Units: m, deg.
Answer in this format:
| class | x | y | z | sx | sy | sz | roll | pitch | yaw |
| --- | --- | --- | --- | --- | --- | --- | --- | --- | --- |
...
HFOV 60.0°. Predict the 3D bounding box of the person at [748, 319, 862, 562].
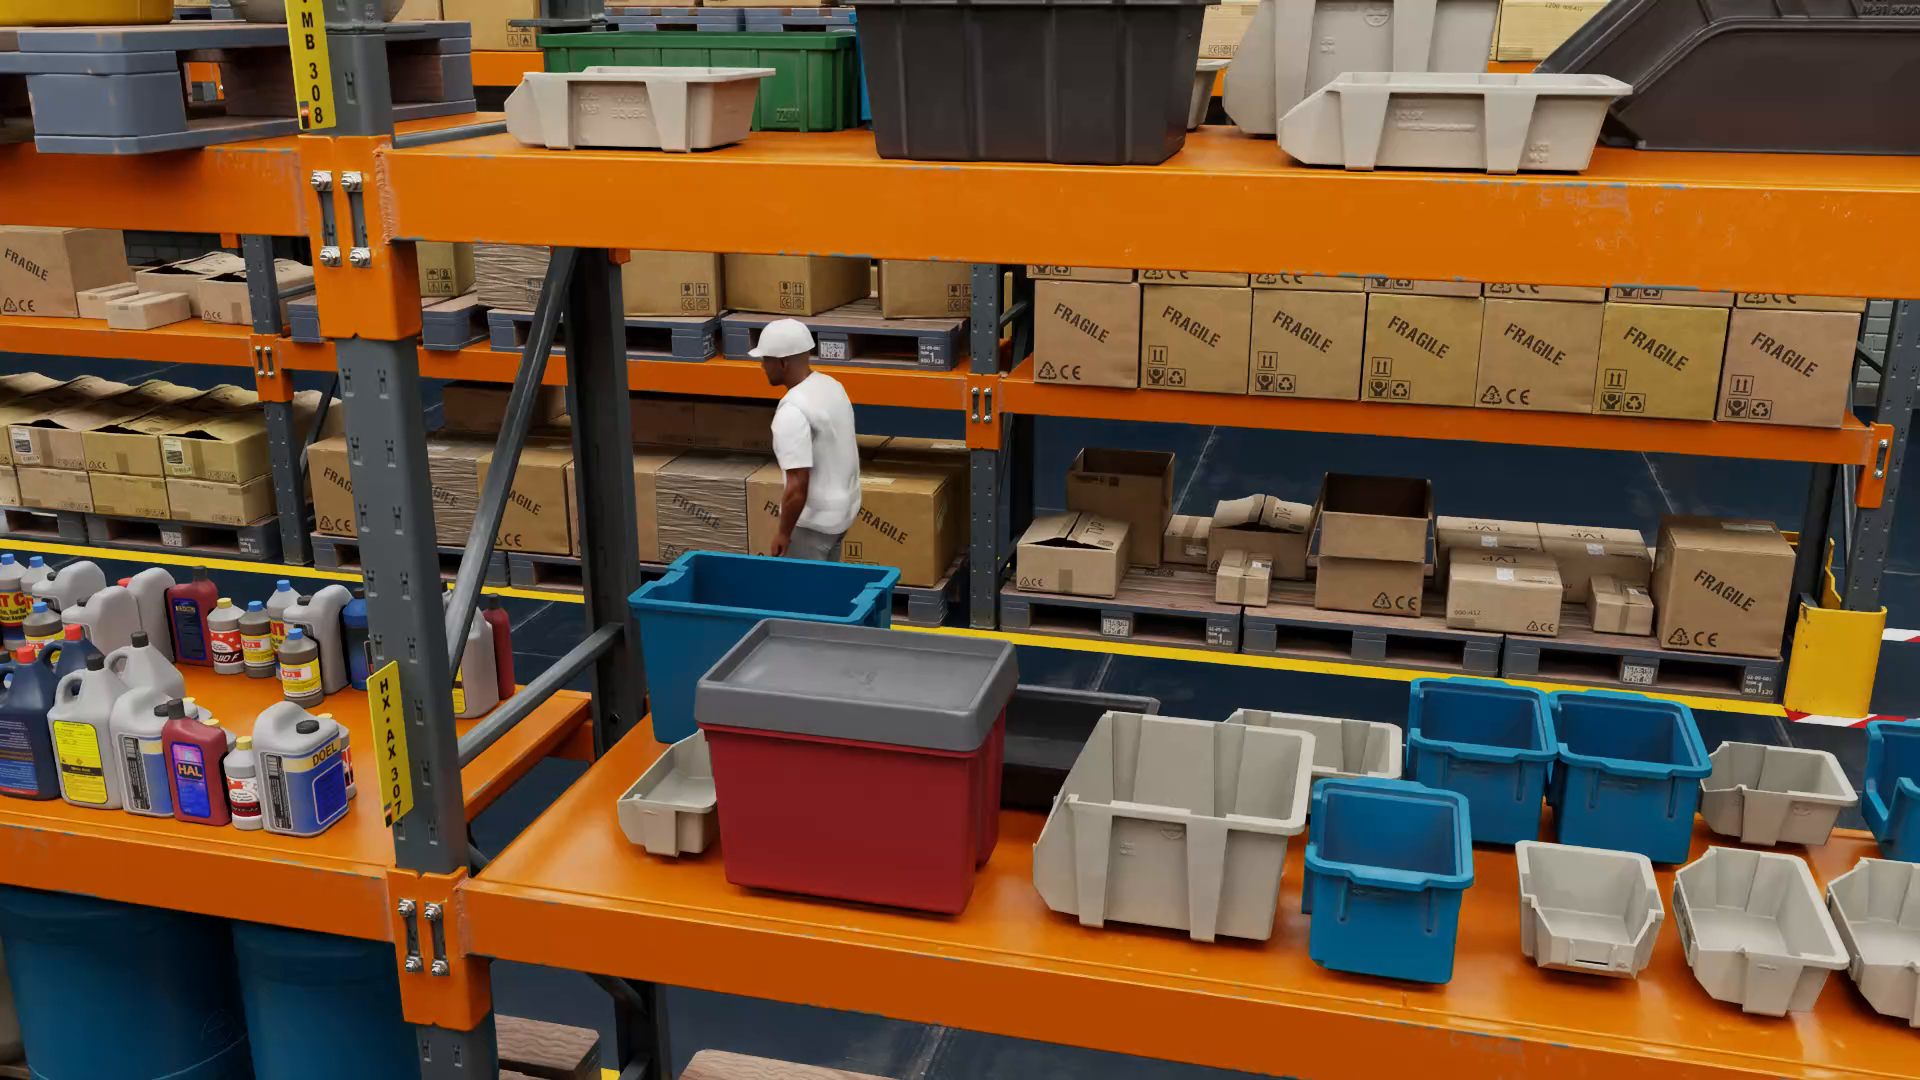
| class | x | y | z | sx | sy | sz | roll | pitch | yaw |
| --- | --- | --- | --- | --- | --- | --- | --- | --- | --- |
| person | -0.676 | -0.106 | 7.352 | 0.461 | 1.760 | 0.627 | 5 | 19 | 15 |
